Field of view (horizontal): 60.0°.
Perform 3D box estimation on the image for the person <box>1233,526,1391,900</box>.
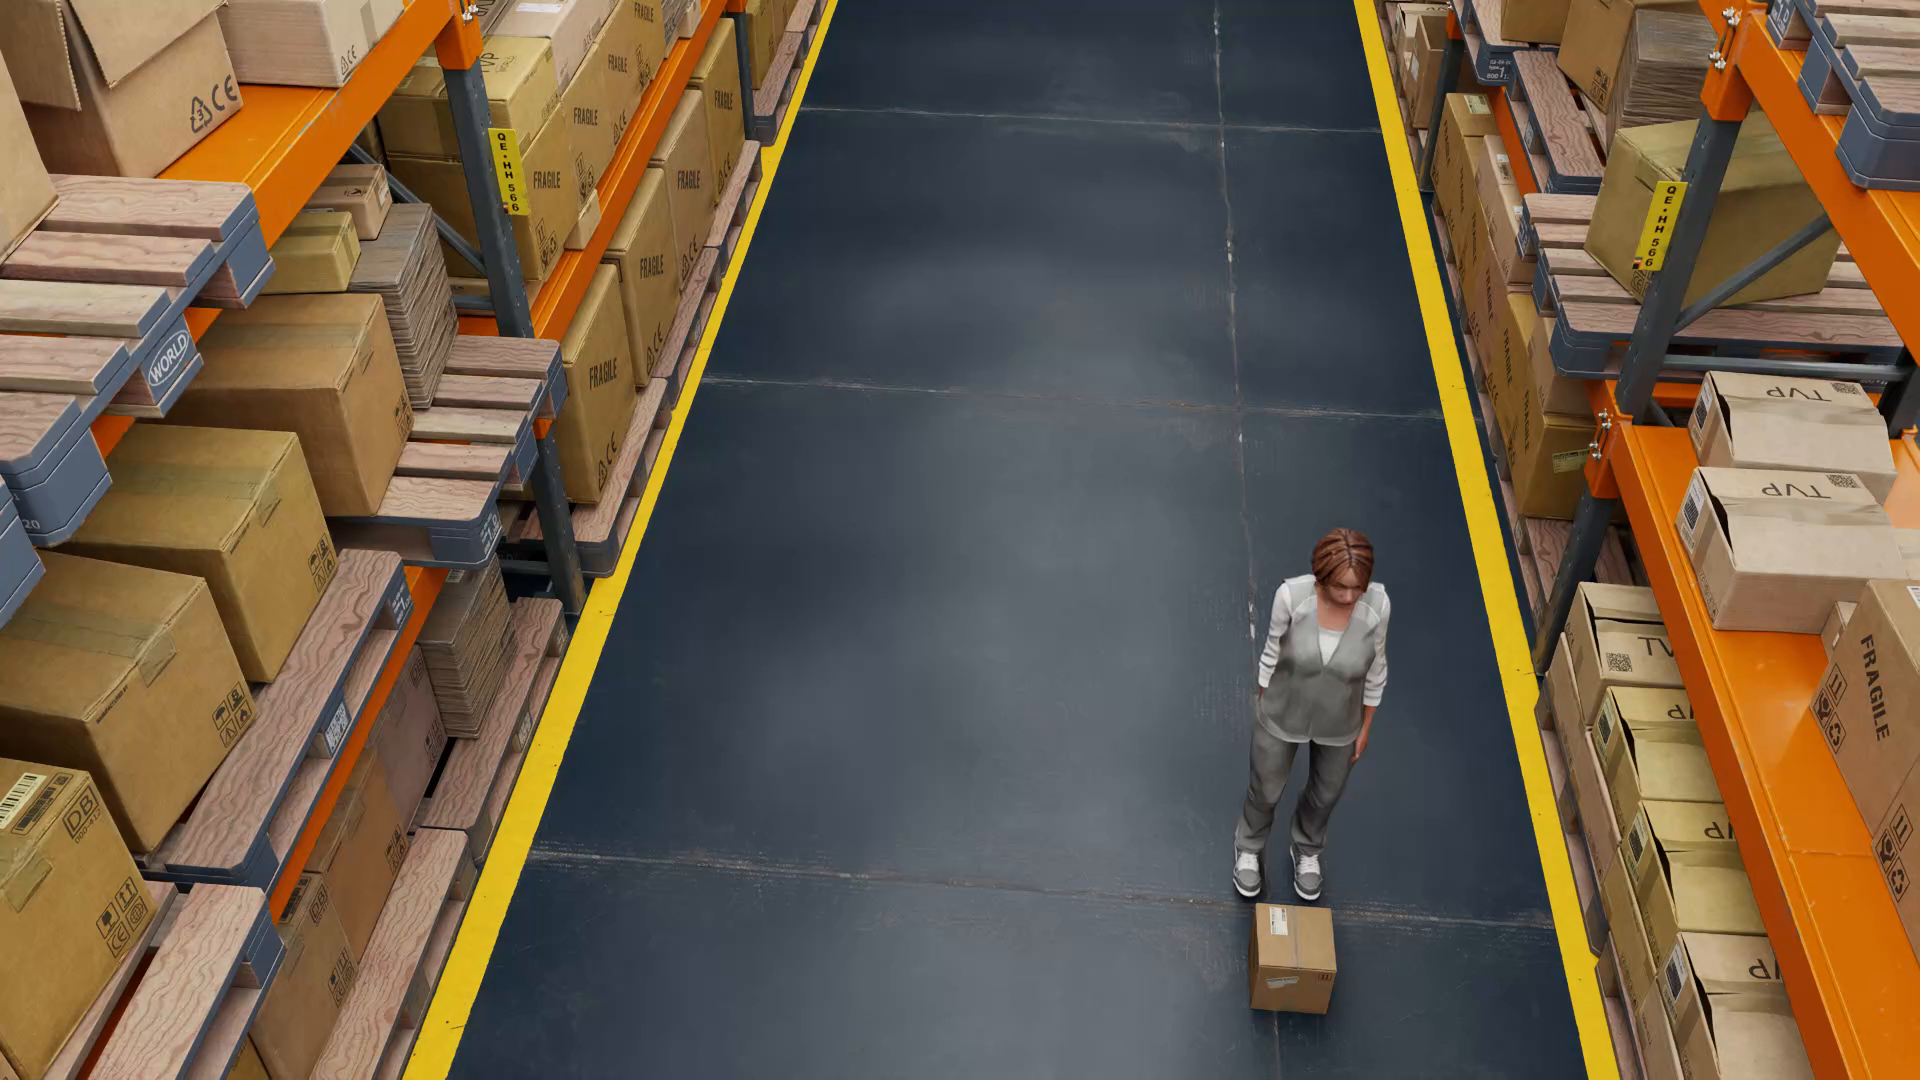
[{"bbox_3d":[1.167,0.590,5.483,0.407,1.592,0.306,4,41,5],"label":"person"}]
